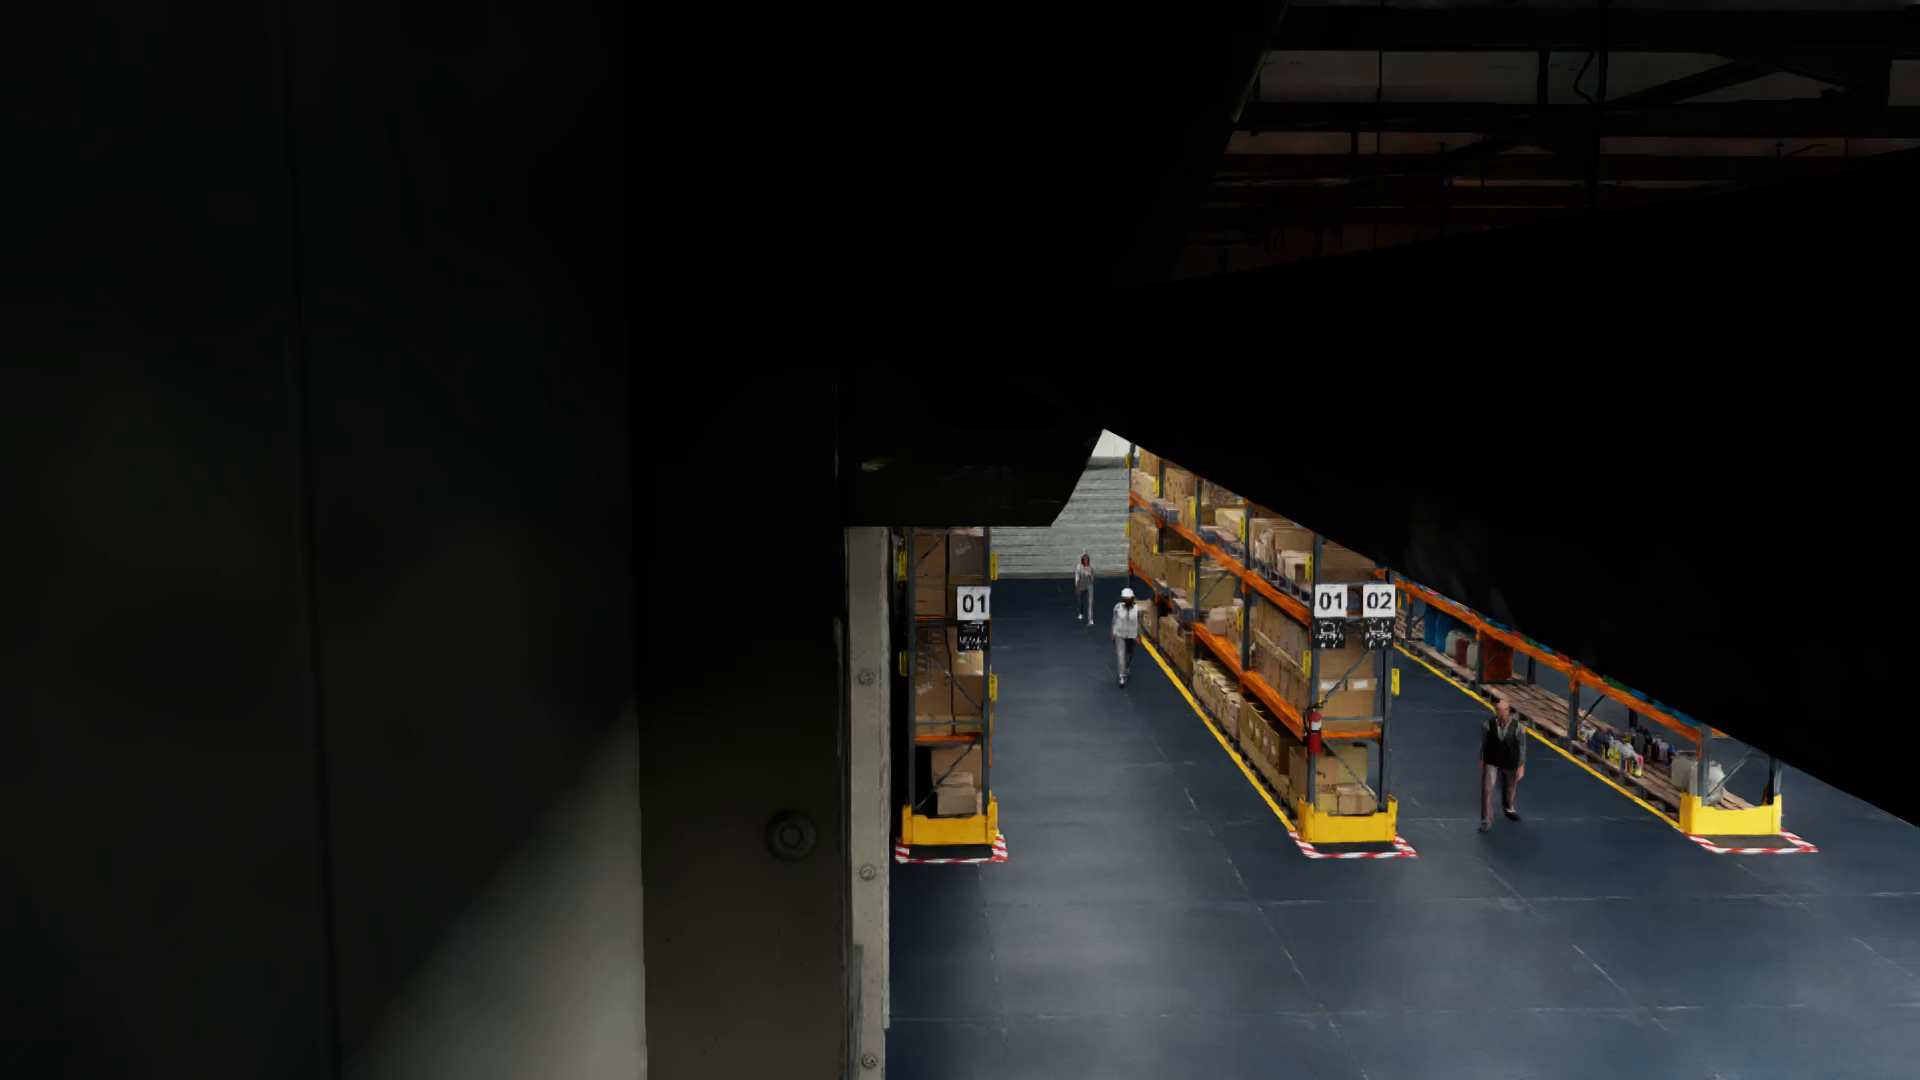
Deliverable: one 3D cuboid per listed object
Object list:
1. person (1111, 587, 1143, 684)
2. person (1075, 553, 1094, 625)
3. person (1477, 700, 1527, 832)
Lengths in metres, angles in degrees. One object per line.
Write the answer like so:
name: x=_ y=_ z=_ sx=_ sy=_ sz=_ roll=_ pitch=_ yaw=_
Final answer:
person: x=2.995 y=1.679 z=29.707 sx=0.543 sy=1.700 sz=1.119 roll=-1 pitch=7 yaw=-4
person: x=2.661 y=1.028 z=35.511 sx=0.417 sy=1.504 sz=1.036 roll=0 pitch=7 yaw=0
person: x=6.849 y=2.830 z=21.006 sx=0.576 sy=1.676 sz=0.962 roll=3 pitch=8 yaw=20
